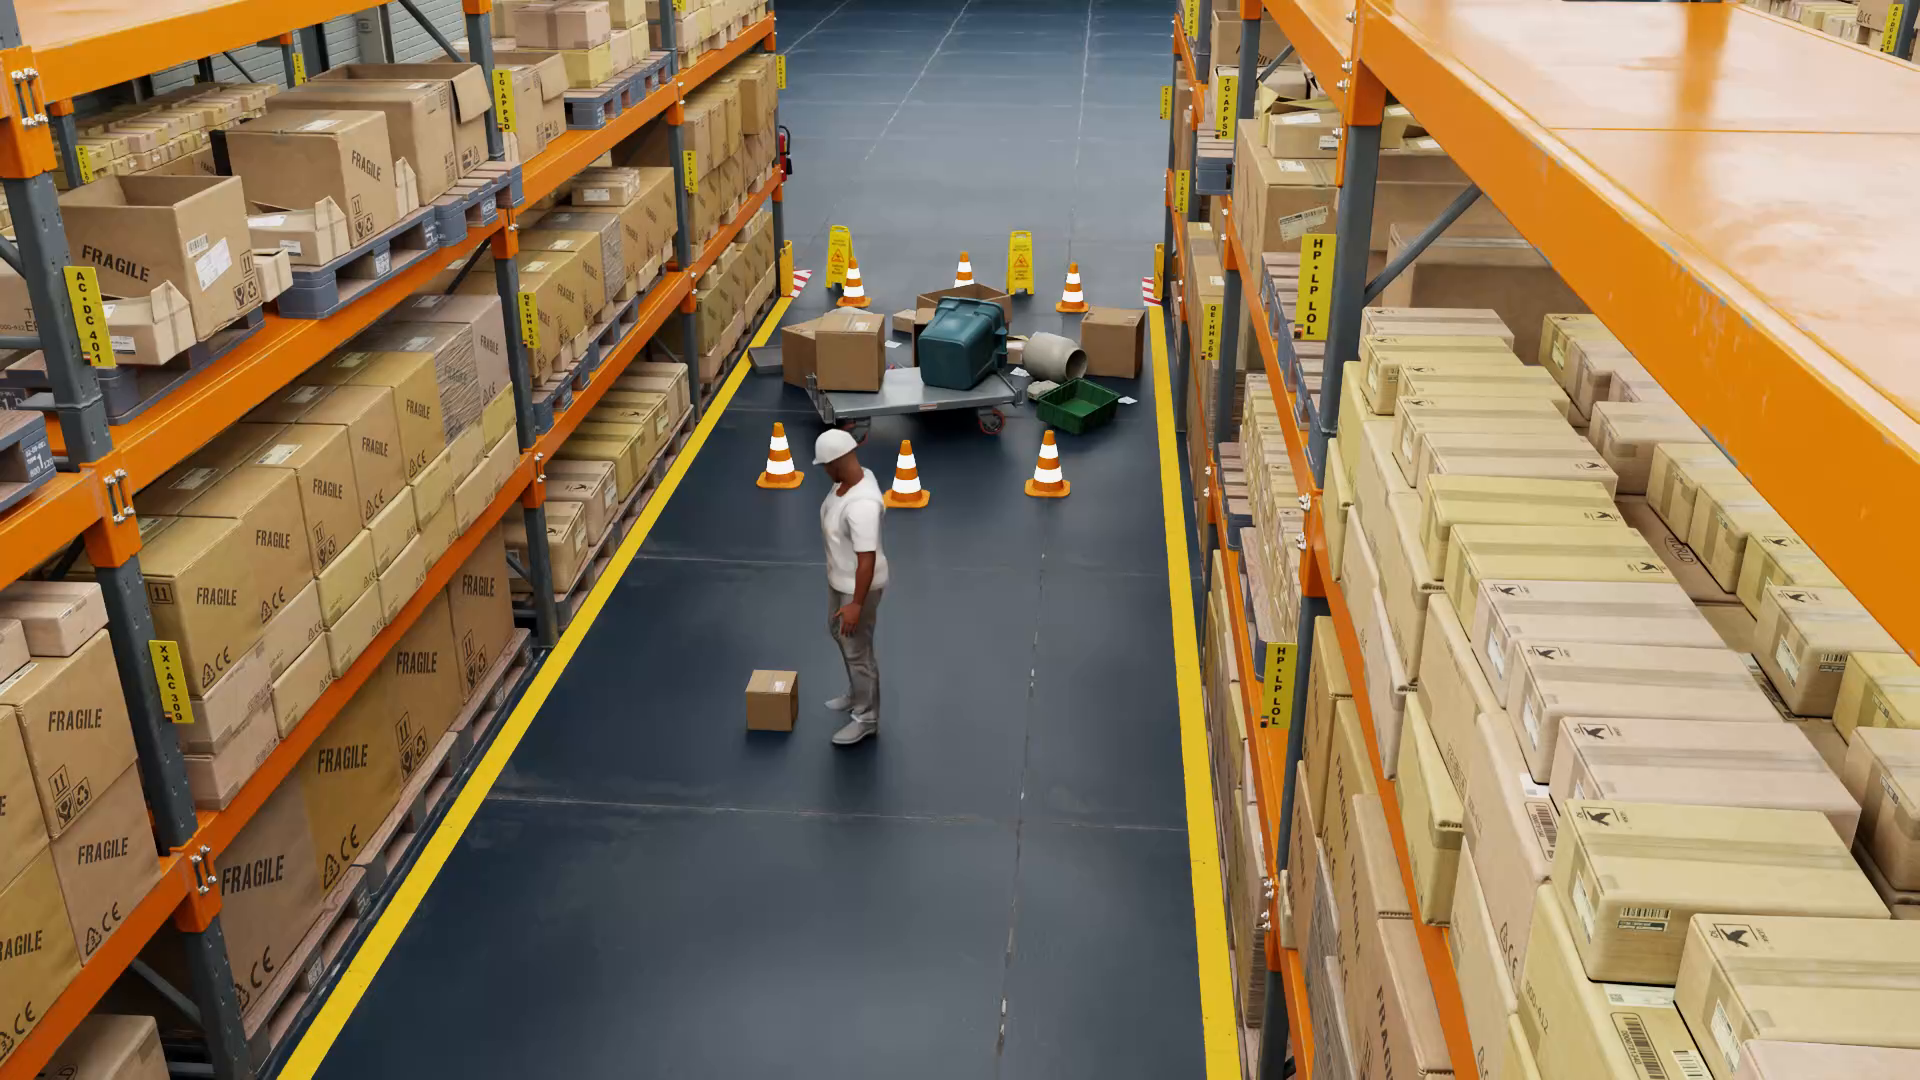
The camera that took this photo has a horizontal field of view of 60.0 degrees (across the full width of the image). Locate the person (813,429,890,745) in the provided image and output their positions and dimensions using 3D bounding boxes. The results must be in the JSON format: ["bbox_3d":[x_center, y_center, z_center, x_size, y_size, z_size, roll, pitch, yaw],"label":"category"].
[{"bbox_3d":[-0.579,0.251,9.031,0.378,1.793,0.678,-7,25,-15],"label":"person"}]
